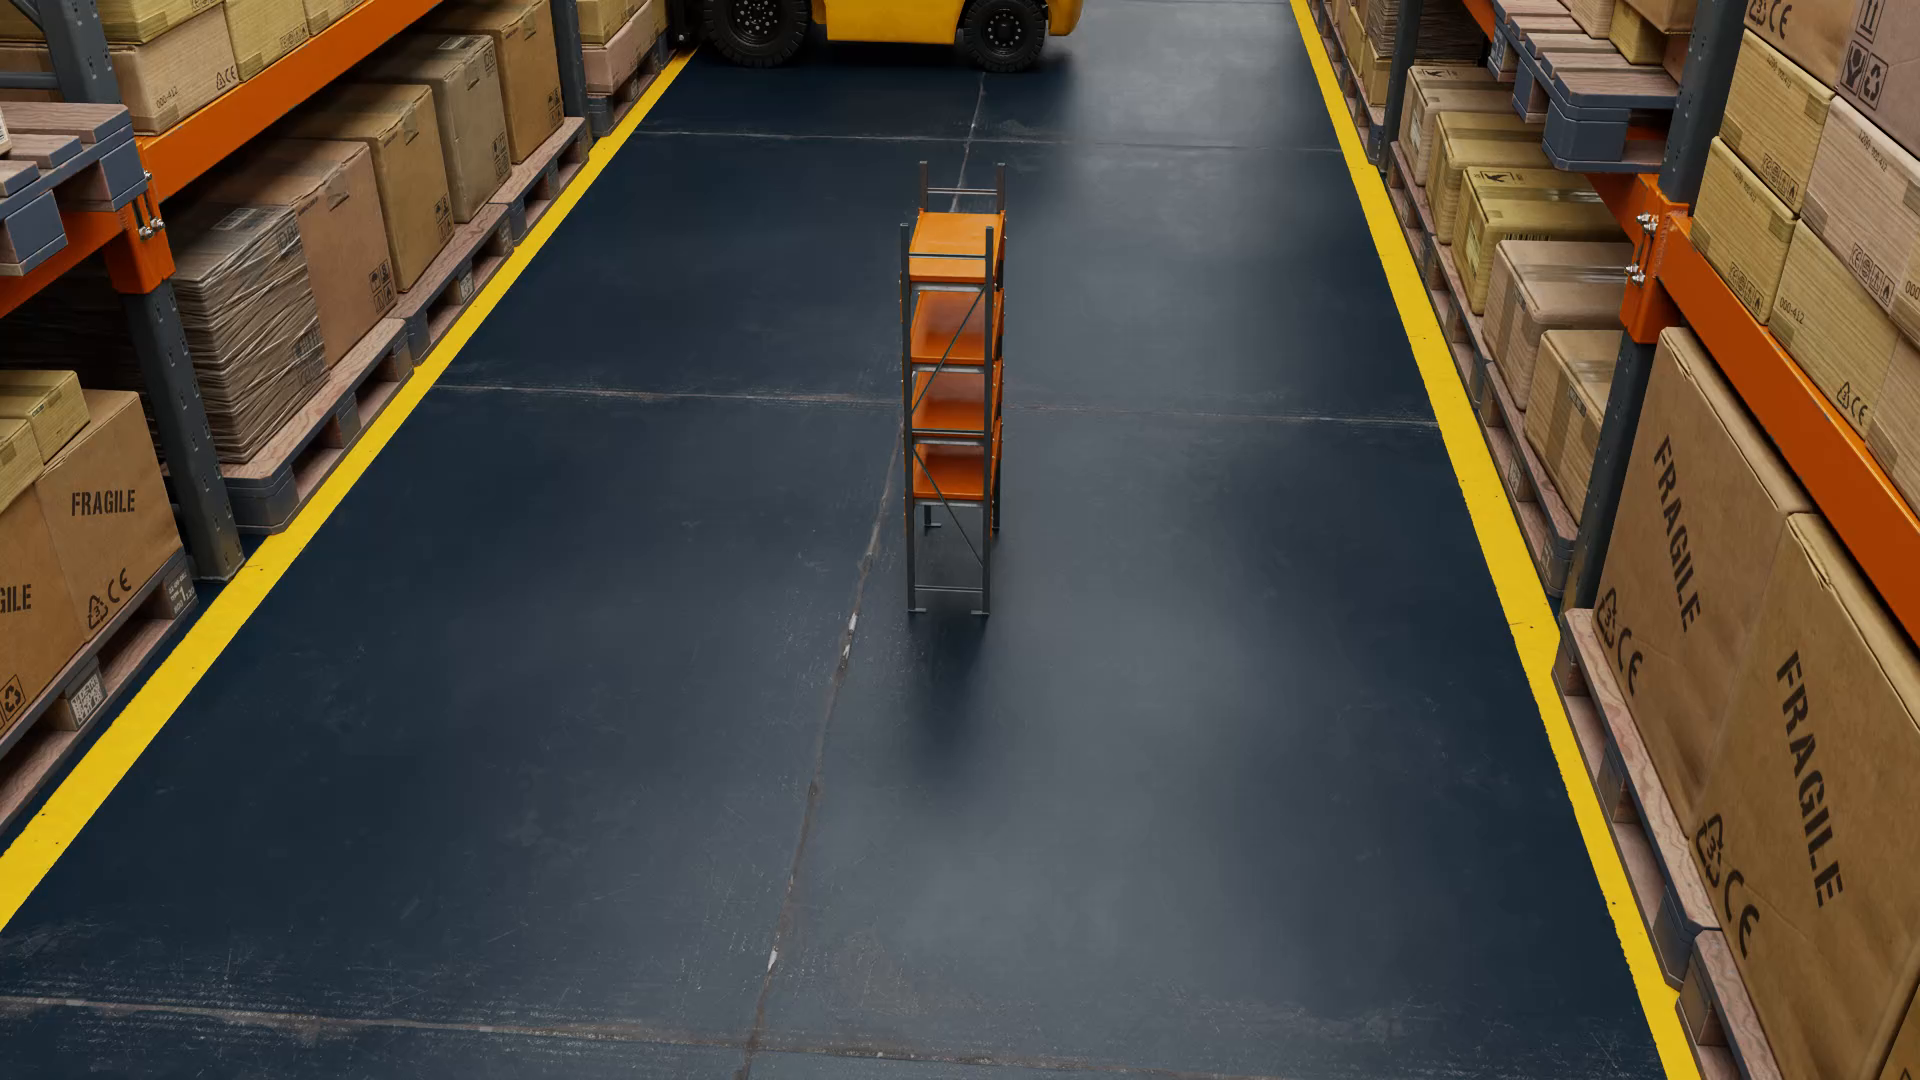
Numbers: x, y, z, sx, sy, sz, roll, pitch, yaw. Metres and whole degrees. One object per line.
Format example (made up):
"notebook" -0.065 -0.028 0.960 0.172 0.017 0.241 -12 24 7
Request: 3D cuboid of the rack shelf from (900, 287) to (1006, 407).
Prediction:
"rack shelf" -0.013 -0.557 4.713 0.258 0.148 0.480 2 32 4

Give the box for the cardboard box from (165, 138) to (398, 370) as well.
"cardboard box" -2.598 -1.032 5.929 0.875 0.625 0.625 3 32 6

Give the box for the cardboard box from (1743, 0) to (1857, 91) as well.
"cardboard box" 1.956 -1.208 3.302 0.500 0.500 0.500 1 32 2

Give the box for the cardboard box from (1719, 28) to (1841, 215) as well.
"cardboard box" 1.952 -0.881 3.487 0.500 0.250 0.500 2 32 4

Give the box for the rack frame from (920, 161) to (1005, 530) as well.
"rack frame" 0.006 -0.552 5.002 0.240 1.200 0.015 2 32 4

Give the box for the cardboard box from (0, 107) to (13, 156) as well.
"cardboard box" -2.379 -0.909 3.705 0.380 0.149 0.250 3 32 5

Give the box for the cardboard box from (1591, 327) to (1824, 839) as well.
"cardboard box" 2.101 0.097 3.859 0.875 0.875 0.875 2 32 4

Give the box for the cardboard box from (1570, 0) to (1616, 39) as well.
"cardboard box" 1.957 -1.517 4.692 0.380 0.149 0.250 2 32 4

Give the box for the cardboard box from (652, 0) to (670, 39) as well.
"cardboard box" -1.961 -3.071 9.595 0.500 0.250 0.500 3 32 5

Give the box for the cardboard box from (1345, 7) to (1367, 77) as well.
"cardboard box" 2.379 -2.686 8.970 0.500 0.250 0.500 2 32 3

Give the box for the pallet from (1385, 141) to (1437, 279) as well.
"pallet" 2.503 -1.484 7.457 1.003 0.211 1.213 2 32 4

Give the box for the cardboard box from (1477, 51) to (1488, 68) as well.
"cardboard box" 2.882 -2.384 8.479 0.500 0.250 0.500 1 32 2

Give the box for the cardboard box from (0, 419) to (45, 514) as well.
"cardboard box" -2.487 -0.174 4.038 0.380 0.149 0.250 1 32 1

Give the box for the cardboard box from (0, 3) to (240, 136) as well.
"cardboard box" -2.428 -1.355 4.732 0.500 0.250 0.500 3 32 4

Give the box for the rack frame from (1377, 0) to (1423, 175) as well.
"rack frame" 2.565 -3.078 7.386 1.000 3.000 0.127 2 32 4

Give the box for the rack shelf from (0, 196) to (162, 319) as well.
"rack shelf" -2.871 0.155 2.825 1.077 0.370 4.000 2 32 4

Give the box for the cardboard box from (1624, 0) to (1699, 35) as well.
"cardboard box" 2.000 -1.584 4.183 0.500 0.500 0.500 2 32 3

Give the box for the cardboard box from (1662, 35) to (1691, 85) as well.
"cardboard box" 2.032 -1.240 4.242 0.380 0.149 0.250 4 32 6

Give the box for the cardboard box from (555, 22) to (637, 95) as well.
"cardboard box" -2.013 -2.535 8.726 0.500 0.250 0.500 3 32 4

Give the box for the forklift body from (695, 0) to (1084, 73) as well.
"forklift body" -0.393 -3.949 9.608 2.313 2.155 1.214 2 32 4

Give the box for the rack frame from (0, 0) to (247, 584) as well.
"rack frame" -2.708 -1.197 4.333 1.000 3.000 0.127 2 32 4

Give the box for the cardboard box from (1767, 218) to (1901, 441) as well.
"cardboard box" 1.925 -0.409 3.197 0.500 0.250 0.500 2 32 3

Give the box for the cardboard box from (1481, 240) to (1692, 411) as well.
"cardboard box" 2.348 -0.728 5.677 0.950 0.372 0.625 2 32 3

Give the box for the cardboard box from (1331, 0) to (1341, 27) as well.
"cardboard box" 2.469 -3.216 9.830 0.500 0.250 0.500 5 32 7

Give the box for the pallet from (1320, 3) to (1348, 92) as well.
"pallet" 2.681 -2.884 9.728 1.003 0.211 1.213 2 32 4

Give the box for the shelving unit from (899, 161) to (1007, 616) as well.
"shelving unit" -0.013 -0.424 4.795 0.258 1.200 0.503 2 32 4

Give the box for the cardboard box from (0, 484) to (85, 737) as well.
"cardboard box" -2.579 0.180 4.081 0.500 0.500 0.500 2 32 3

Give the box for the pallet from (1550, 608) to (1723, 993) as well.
"pallet" 2.100 0.609 4.060 1.003 0.211 1.213 2 32 4

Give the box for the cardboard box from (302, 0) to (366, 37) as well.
"cardboard box" -2.347 -1.887 5.596 0.500 0.250 0.500 1 32 2

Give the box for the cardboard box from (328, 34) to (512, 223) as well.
"cardboard box" -2.484 -1.778 7.138 0.875 0.625 0.625 2 32 3

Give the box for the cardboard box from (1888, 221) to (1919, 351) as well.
"cardboard box" 1.856 -0.351 2.627 0.500 0.250 0.500 2 32 4

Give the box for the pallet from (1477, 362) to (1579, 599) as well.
"pallet" 2.305 -0.208 5.387 1.003 0.211 1.213 2 32 4

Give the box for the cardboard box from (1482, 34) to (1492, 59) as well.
"cardboard box" 2.882 -2.703 8.282 0.500 0.500 0.500 4 32 6

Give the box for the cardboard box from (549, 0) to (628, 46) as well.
"cardboard box" -2.035 -2.749 8.596 0.500 0.250 0.500 2 32 4

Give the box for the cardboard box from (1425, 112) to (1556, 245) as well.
"cardboard box" 2.470 -1.488 6.910 0.950 0.372 0.625 4 32 7

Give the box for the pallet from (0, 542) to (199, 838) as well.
"pallet" -2.806 0.379 4.434 1.003 0.211 1.213 2 32 4

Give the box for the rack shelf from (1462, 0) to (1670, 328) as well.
"rack shelf" 2.402 -1.726 5.878 1.077 0.370 4.000 2 32 4

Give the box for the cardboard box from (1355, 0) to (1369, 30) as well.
"cardboard box" 2.386 -2.993 8.753 0.500 0.500 0.500 3 32 5

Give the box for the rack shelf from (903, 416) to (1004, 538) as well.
"rack shelf" -0.013 -0.198 4.934 0.258 0.148 0.480 2 32 4

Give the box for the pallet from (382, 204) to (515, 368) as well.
"pallet" -2.500 -1.075 6.793 1.003 0.211 1.213 2 32 4

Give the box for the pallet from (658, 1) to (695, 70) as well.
"pallet" -2.179 -3.155 10.168 1.003 0.211 1.213 2 32 4

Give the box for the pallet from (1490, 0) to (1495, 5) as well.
"pallet" 2.360 -1.942 5.725 1.003 0.211 1.213 2 32 4
